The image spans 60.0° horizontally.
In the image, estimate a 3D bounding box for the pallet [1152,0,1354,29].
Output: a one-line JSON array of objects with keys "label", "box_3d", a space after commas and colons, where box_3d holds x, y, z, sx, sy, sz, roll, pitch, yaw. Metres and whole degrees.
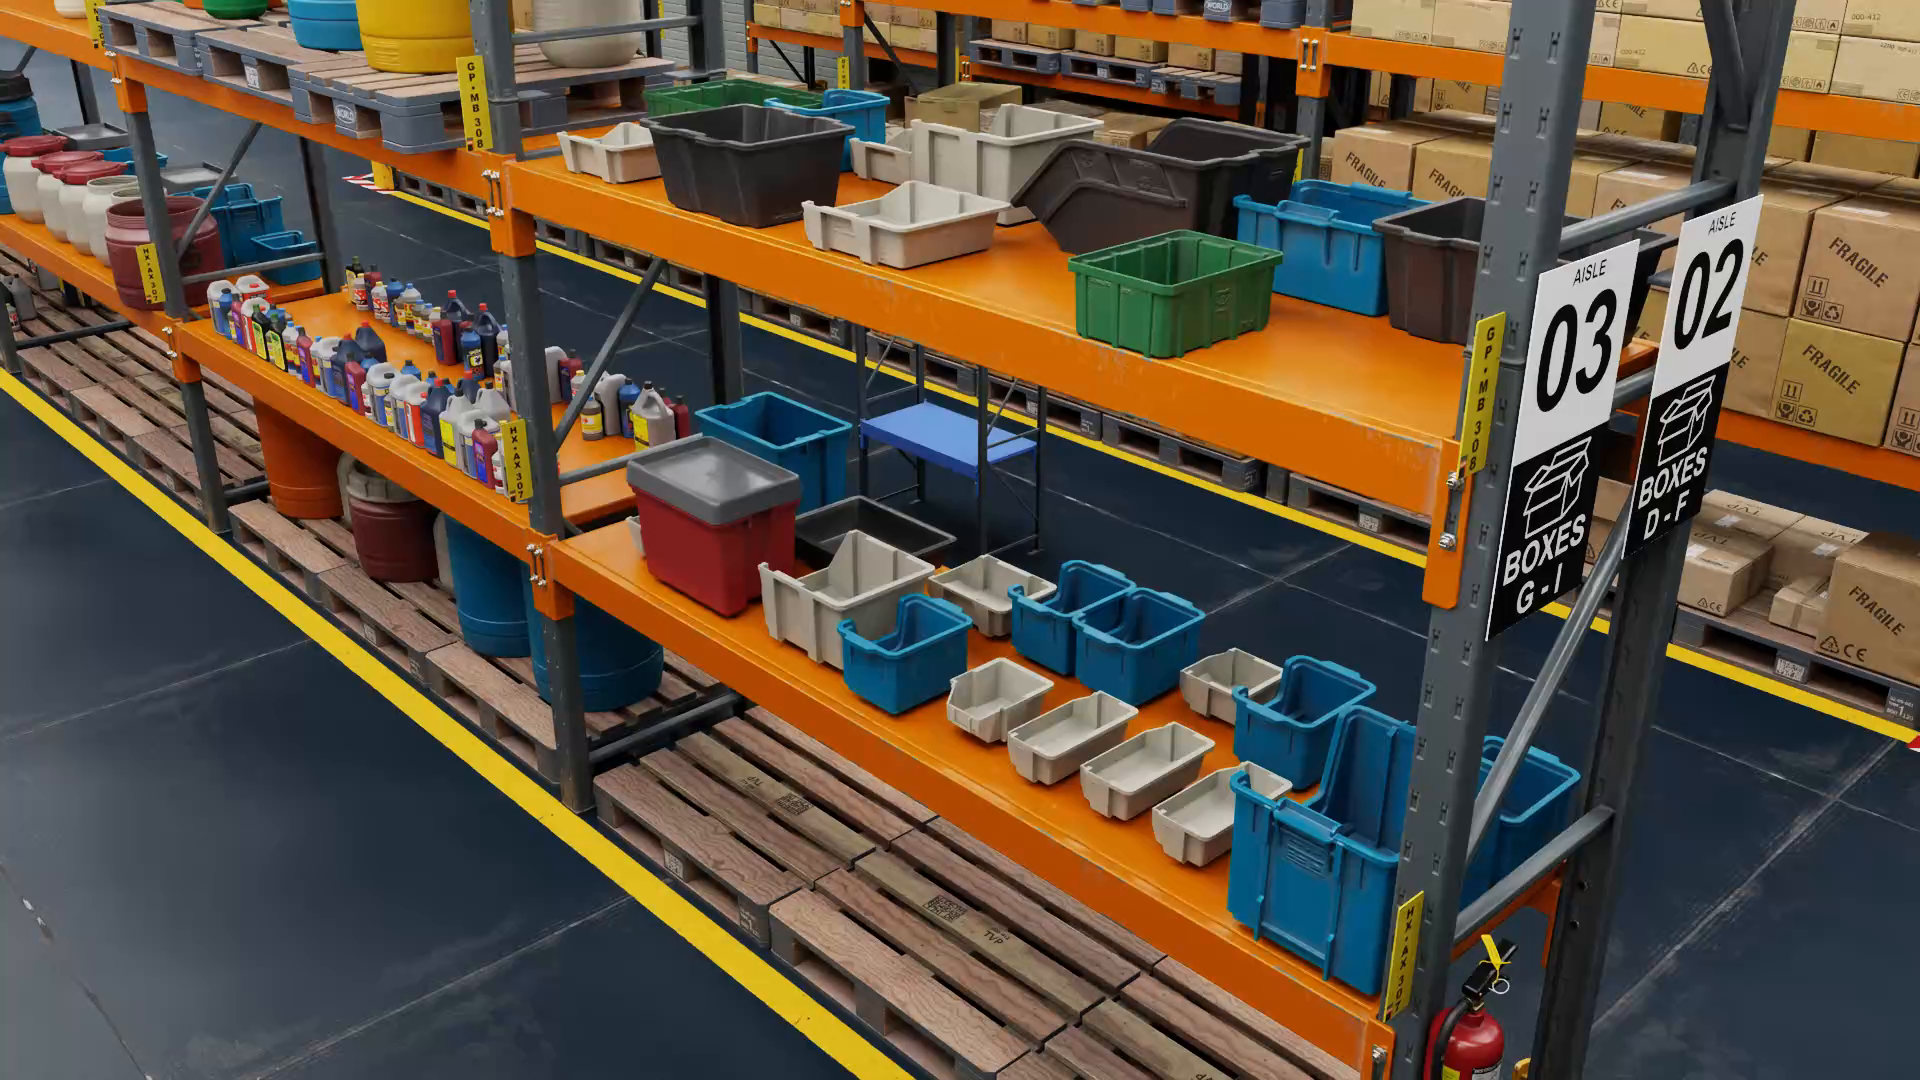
[{"label": "pallet", "box_3d": [1.903, -3.237, 9.845, 1.213, 0.211, 1.003, -21, 32, -38]}]

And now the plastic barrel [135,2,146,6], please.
[{"label": "plastic barrel", "box_3d": [-4.458, -3.452, 9.484, 0.600, 0.901, 0.600, 0, 25, 0]}]

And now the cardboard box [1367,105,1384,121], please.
[{"label": "cardboard box", "box_3d": [3.780, -3.864, 14.884, 0.380, 0.149, 0.250, -22, 32, -39]}]

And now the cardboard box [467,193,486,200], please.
[{"label": "cardboard box", "box_3d": [-4.677, -3.636, 16.913, 0.500, 0.250, 0.500, -21, 32, -38]}]

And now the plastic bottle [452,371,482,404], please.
[{"label": "plastic bottle", "box_3d": [-2.209, -0.597, 7.503, 0.144, 0.351, 0.185, -21, 32, -38]}]

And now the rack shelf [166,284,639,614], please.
[{"label": "rack shelf", "box_3d": [-2.688, -0.615, 8.351, 1.077, 0.370, 4.000, -21, 32, -38]}]

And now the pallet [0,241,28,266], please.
[{"label": "pallet", "box_3d": [-8.886, -2.446, 14.858, 1.003, 0.211, 1.213, -21, 32, -38]}]

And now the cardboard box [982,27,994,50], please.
[{"label": "cardboard box", "box_3d": [0.278, -5.715, 18.820, 0.500, 0.250, 0.500, -21, 32, -38]}]

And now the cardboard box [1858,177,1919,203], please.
[{"label": "cardboard box", "box_3d": [4.557, -1.395, 7.868, 0.500, 0.500, 0.500, -21, 32, -38]}]

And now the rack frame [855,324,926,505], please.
[{"label": "rack frame", "box_3d": [-0.406, -0.862, 9.833, 0.500, 1.500, 0.032, -21, 32, -38]}]

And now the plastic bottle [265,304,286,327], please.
[{"label": "plastic bottle", "box_3d": [-3.576, -1.101, 8.705, 0.097, 0.271, 0.097, 0, 25, 0]}]

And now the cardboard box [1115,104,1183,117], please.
[{"label": "cardboard box", "box_3d": [1.947, -4.311, 17.165, 0.500, 0.250, 0.500, -21, 32, -39]}]

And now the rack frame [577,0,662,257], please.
[{"label": "rack frame", "box_3d": [-3.171, -4.164, 15.264, 1.000, 3.000, 0.127, -21, 32, -38]}]

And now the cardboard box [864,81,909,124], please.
[{"label": "cardboard box", "box_3d": [-1.030, -5.201, 20.019, 0.500, 0.500, 0.700, 21, 32, 39]}]

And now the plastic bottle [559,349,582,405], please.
[{"label": "plastic bottle", "box_3d": [-1.867, -0.785, 7.997, 0.061, 0.283, 0.133, -21, 32, -38]}]

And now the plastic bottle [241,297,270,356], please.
[{"label": "plastic bottle", "box_3d": [-3.679, -1.129, 8.760, 0.152, 0.276, 0.135, -21, 32, -38]}]

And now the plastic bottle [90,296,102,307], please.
[{"label": "plastic bottle", "box_3d": [-6.928, -2.032, 13.343, 0.152, 0.276, 0.135, -20, 31, -37]}]

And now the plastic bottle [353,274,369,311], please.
[{"label": "plastic bottle", "box_3d": [-3.402, -1.416, 9.480, 0.097, 0.201, 0.097, 0, 25, 0]}]

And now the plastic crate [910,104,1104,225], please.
[{"label": "plastic crate", "box_3d": [0.123, -1.195, 5.283, 0.437, 0.282, 0.530, -21, 32, -38]}]

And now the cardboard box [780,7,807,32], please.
[{"label": "cardboard box", "box_3d": [-1.824, -6.332, 20.173, 0.500, 0.250, 0.500, -22, 33, -40]}]

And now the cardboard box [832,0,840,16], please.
[{"label": "cardboard box", "box_3d": [-1.144, -6.371, 19.354, 0.500, 0.500, 0.500, -20, 31, -37]}]

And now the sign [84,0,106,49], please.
[{"label": "sign", "box_3d": [-4.452, -2.707, 8.583, 0.100, 0.325, 0.005, -21, 32, -38]}]

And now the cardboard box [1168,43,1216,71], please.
[{"label": "cardboard box", "box_3d": [2.446, -4.906, 16.239, 0.500, 0.500, 0.700, 20, 31, 37]}]

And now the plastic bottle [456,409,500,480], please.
[{"label": "plastic bottle", "box_3d": [-2.076, -0.419, 7.203, 0.152, 0.276, 0.135, -21, 32, -38]}]

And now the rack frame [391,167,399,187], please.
[{"label": "rack frame", "box_3d": [-5.905, -5.376, 17.921, 1.000, 3.000, 0.127, -21, 32, -38]}]

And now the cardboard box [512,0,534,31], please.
[{"label": "cardboard box", "box_3d": [-3.825, -5.086, 15.600, 0.700, 0.500, 0.500, -21, 32, -39]}]

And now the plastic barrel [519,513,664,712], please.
[{"label": "plastic barrel", "box_3d": [-1.681, 0.257, 7.594, 0.600, 0.901, 0.708, -21, 32, -38]}]

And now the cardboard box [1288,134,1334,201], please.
[{"label": "cardboard box", "box_3d": [2.137, -2.184, 10.297, 0.500, 0.500, 0.700, 12, 27, 25]}]

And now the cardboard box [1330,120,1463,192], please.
[{"label": "cardboard box", "box_3d": [2.414, -2.018, 9.235, 0.500, 0.500, 0.500, -20, 31, -37]}]

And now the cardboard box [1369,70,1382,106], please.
[{"label": "cardboard box", "box_3d": [3.673, -4.168, 14.769, 0.500, 0.500, 0.500, -20, 31, -37]}]

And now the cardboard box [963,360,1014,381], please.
[{"label": "cardboard box", "box_3d": [0.367, -1.486, 11.875, 0.500, 0.500, 0.500, -22, 32, -39]}]

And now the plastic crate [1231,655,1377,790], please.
[{"label": "plastic crate", "box_3d": [1.034, 0.556, 5.046, 0.416, 0.233, 0.300, -21, 32, -38]}]

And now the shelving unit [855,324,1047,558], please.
[{"label": "shelving unit", "box_3d": [-0.058, -0.708, 9.495, 0.538, 1.500, 1.048, -21, 32, -38]}]

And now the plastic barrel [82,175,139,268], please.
[{"label": "plastic barrel", "box_3d": [-5.202, -1.978, 10.337, 0.421, 0.512, 0.421, 0, 25, 0]}]

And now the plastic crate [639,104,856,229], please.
[{"label": "plastic crate", "box_3d": [-0.672, -1.188, 5.283, 0.497, 0.269, 0.590, -21, 32, -38]}]

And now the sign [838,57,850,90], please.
[{"label": "sign", "box_3d": [-0.840, -3.321, 12.020, 0.100, 0.325, 0.005, -21, 32, -38]}]

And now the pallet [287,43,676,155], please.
[{"label": "pallet", "box_3d": [-1.928, -1.825, 6.750, 1.213, 0.211, 1.003, -21, 32, -38]}]

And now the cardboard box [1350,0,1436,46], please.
[{"label": "cardboard box", "box_3d": [2.449, -2.820, 8.883, 0.500, 0.250, 0.500, -21, 32, -38]}]

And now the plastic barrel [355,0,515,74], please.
[{"label": "plastic barrel", "box_3d": [-2.093, -2.197, 6.605, 0.600, 0.588, 0.600, 0, 25, 0]}]

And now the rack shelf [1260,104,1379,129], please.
[{"label": "rack shelf", "box_3d": [4.543, -3.426, 14.512, 1.077, 0.370, 4.000, -21, 32, -38]}]

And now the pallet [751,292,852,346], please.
[{"label": "pallet", "box_3d": [-0.971, -1.944, 13.758, 1.003, 0.211, 1.213, -21, 32, -38]}]

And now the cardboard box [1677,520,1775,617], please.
[{"label": "cardboard box", "box_3d": [3.852, 0.131, 8.632, 0.500, 0.250, 0.500, -21, 32, -38]}]

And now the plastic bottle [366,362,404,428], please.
[{"label": "plastic bottle", "box_3d": [-2.671, -0.682, 7.781, 0.152, 0.276, 0.135, -21, 32, -38]}]

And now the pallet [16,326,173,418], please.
[{"label": "pallet", "box_3d": [-6.224, -1.265, 12.268, 1.003, 0.211, 1.213, -21, 32, -38]}]

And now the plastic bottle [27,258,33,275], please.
[{"label": "plastic bottle", "box_3d": [-7.873, -2.390, 14.118, 0.061, 0.283, 0.133, -21, 32, -38]}]

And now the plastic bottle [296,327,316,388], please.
[{"label": "plastic bottle", "box_3d": [-3.239, -0.910, 8.270, 0.061, 0.283, 0.133, -21, 32, -38]}]

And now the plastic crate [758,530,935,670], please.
[{"label": "plastic crate", "box_3d": [-0.412, 0.205, 5.757, 0.437, 0.282, 0.530, -21, 32, -38]}]

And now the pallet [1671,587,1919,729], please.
[{"label": "pallet", "box_3d": [4.433, 0.476, 8.453, 1.003, 0.211, 1.213, -21, 32, -38]}]

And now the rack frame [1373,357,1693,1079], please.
[{"label": "rack frame", "box_3d": [1.413, 0.875, 4.217, 1.000, 3.000, 0.127, -21, 32, -38]}]

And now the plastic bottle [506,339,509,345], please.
[{"label": "plastic bottle", "box_3d": [-2.210, -0.920, 8.308, 0.097, 0.271, 0.097, 0, 25, 0]}]

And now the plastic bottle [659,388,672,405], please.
[{"label": "plastic bottle", "box_3d": [-1.352, -0.556, 7.496, 0.061, 0.283, 0.133, -21, 32, -38]}]

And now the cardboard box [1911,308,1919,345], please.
[{"label": "cardboard box", "box_3d": [4.526, -1.086, 7.191, 0.500, 0.500, 0.500, -22, 32, -39]}]

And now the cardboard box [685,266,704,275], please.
[{"label": "cardboard box", "box_3d": [-2.025, -2.446, 14.305, 0.500, 0.250, 0.500, -20, 32, -38]}]

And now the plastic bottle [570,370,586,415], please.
[{"label": "plastic bottle", "box_3d": [-1.802, -0.707, 7.926, 0.097, 0.201, 0.097, 0, 25, 0]}]

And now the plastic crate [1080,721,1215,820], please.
[{"label": "plastic crate", "box_3d": [0.536, 0.680, 4.890, 0.396, 0.136, 0.243, -21, 32, -38]}]

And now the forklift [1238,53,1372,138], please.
[{"label": "forklift", "box_3d": [2.389, -3.196, 13.223, 1.130, 2.935, 3.031, -20, 31, -37]}]

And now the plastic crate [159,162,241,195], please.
[{"label": "plastic crate", "box_3d": [-4.936, -2.154, 10.780, 0.402, 0.464, 0.583, -21, 32, -38]}]

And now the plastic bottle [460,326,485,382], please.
[{"label": "plastic bottle", "box_3d": [-2.448, -0.938, 8.348, 0.097, 0.271, 0.097, 0, 25, 0]}]
